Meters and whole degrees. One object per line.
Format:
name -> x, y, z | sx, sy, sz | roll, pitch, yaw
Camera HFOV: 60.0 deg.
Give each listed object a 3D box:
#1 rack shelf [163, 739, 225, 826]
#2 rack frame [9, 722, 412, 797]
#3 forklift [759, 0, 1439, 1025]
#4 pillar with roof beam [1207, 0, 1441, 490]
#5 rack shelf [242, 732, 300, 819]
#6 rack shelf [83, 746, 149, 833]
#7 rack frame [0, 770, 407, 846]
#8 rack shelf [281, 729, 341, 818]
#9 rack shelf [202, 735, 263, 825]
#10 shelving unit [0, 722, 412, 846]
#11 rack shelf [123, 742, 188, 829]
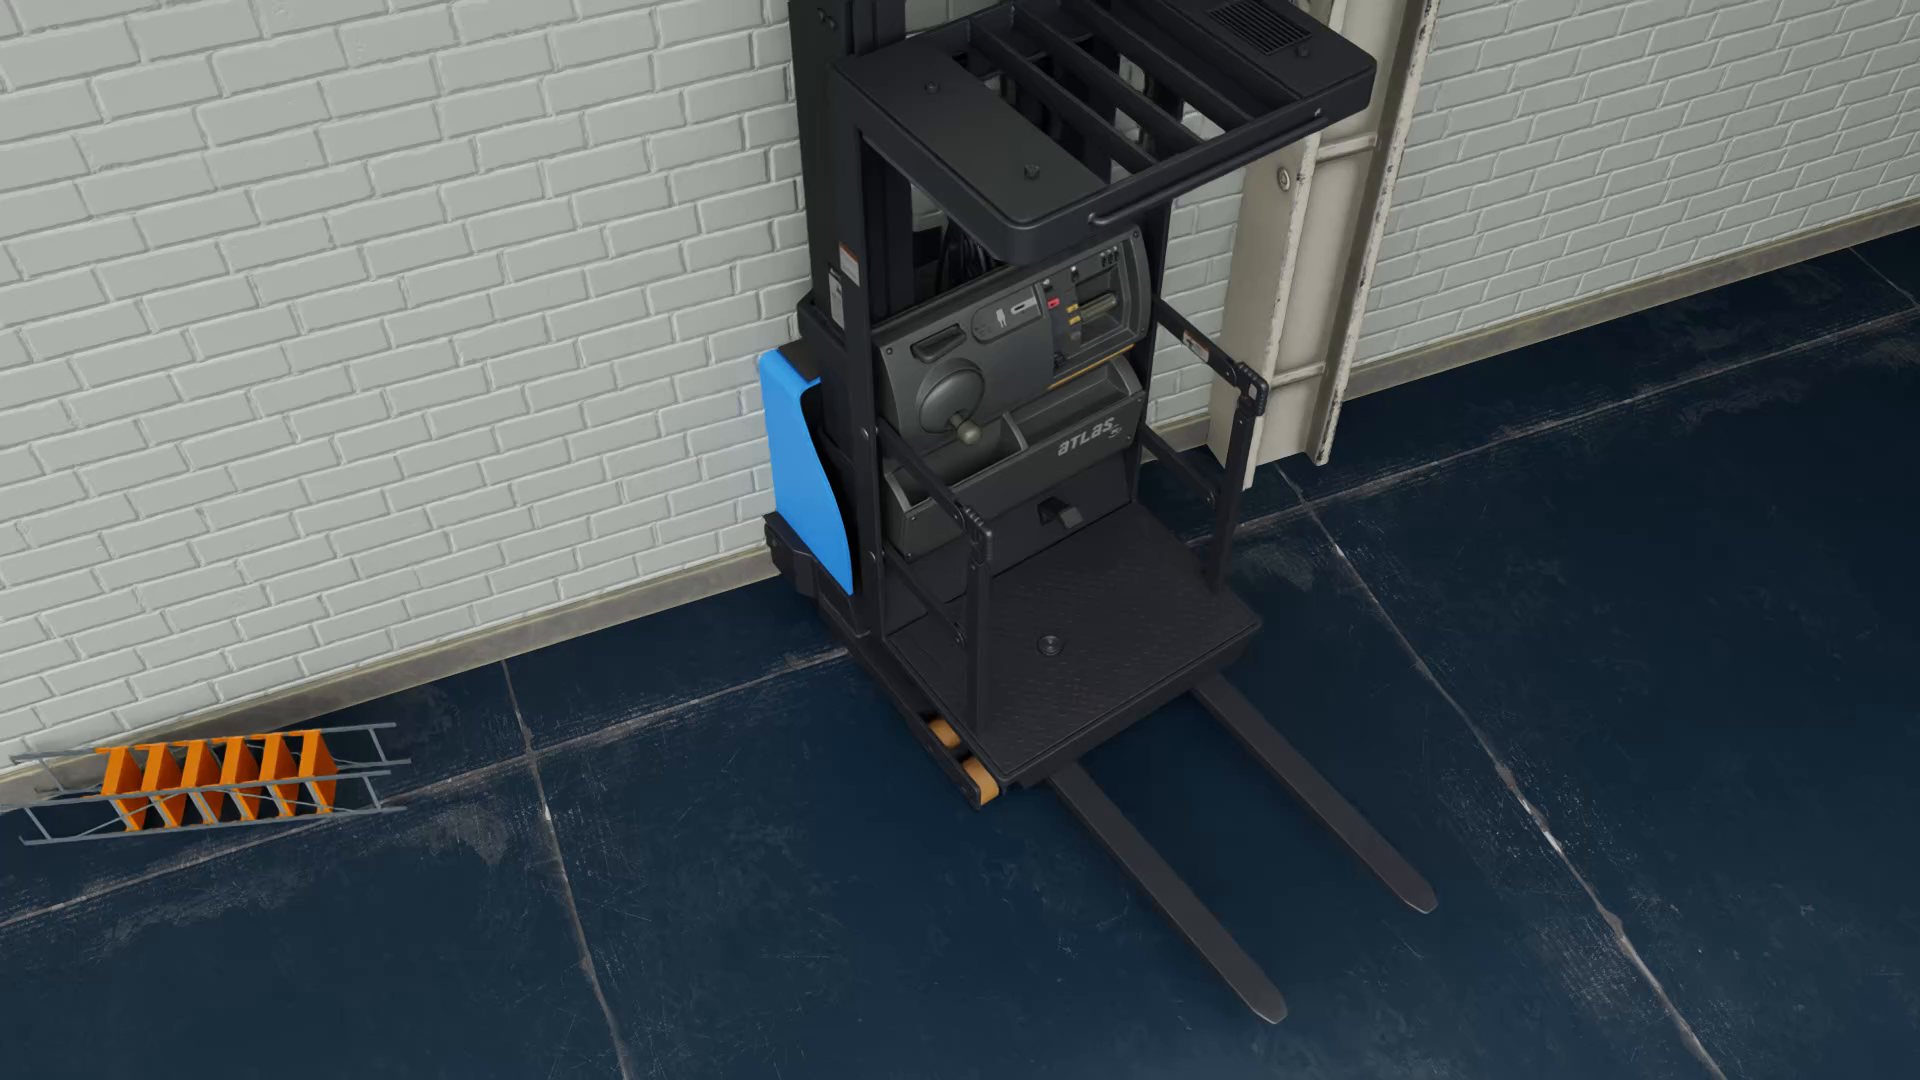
rack shelf -> -2.471, 0.792, 5.384 | 0.103, 0.258, 0.180 | -5, 50, -6
rack frame -> -2.438, 0.719, 5.447 | 1.200, 0.240, 0.006 | -5, 50, -6
forklift -> 0.301, -0.504, 4.751 | 1.130, 2.935, 3.031 | -28, 55, -22
pillar with roof beam -> 2.832, -0.264, 0.545 | 0.400, 9.000, 9.100 | -17, 52, -14
rack shelf -> -2.233, 0.773, 5.408 | 0.103, 0.258, 0.180 | -5, 50, -6
rack shelf -> -2.709, 0.811, 5.360 | 0.103, 0.258, 0.180 | -5, 50, -6
rack frame -> -2.415, 0.858, 5.330 | 1.200, 0.240, 0.006 | -5, 50, -6
rack shelf -> -2.114, 0.764, 5.420 | 0.103, 0.258, 0.180 | -5, 50, -6
rack shelf -> -2.352, 0.783, 5.396 | 0.103, 0.258, 0.180 | -5, 50, -6
shelving unit -> -2.427, 0.789, 5.389 | 1.200, 0.258, 0.189 | -5, 50, -6
rack shelf -> -2.590, 0.802, 5.372 | 0.103, 0.258, 0.180 | -5, 50, -6
